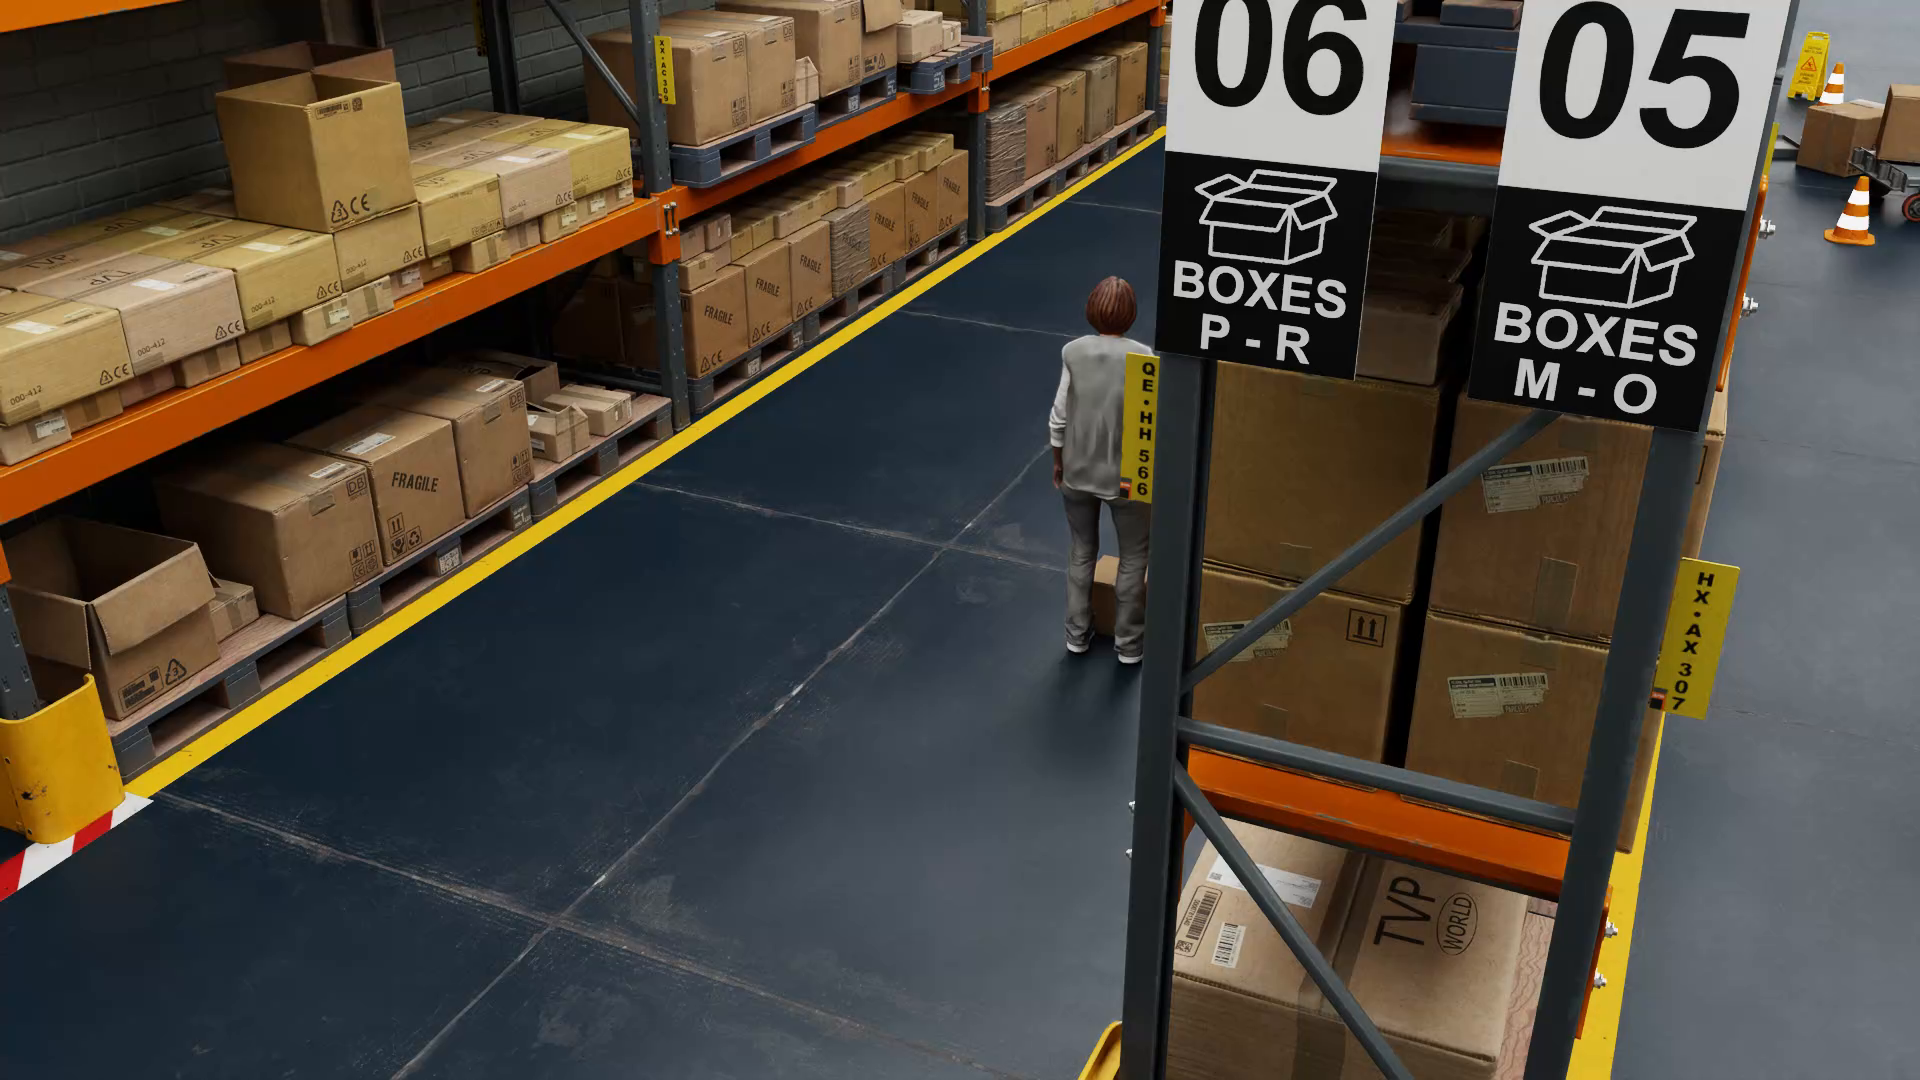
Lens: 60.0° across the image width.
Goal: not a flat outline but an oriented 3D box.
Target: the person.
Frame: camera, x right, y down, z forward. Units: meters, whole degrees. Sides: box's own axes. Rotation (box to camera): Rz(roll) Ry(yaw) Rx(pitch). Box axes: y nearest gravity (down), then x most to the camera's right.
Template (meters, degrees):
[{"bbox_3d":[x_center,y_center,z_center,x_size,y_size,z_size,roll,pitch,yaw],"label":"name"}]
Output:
[{"bbox_3d":[0.589,-0.255,6.639,0.483,1.592,0.347,10,28,20],"label":"person"}]
